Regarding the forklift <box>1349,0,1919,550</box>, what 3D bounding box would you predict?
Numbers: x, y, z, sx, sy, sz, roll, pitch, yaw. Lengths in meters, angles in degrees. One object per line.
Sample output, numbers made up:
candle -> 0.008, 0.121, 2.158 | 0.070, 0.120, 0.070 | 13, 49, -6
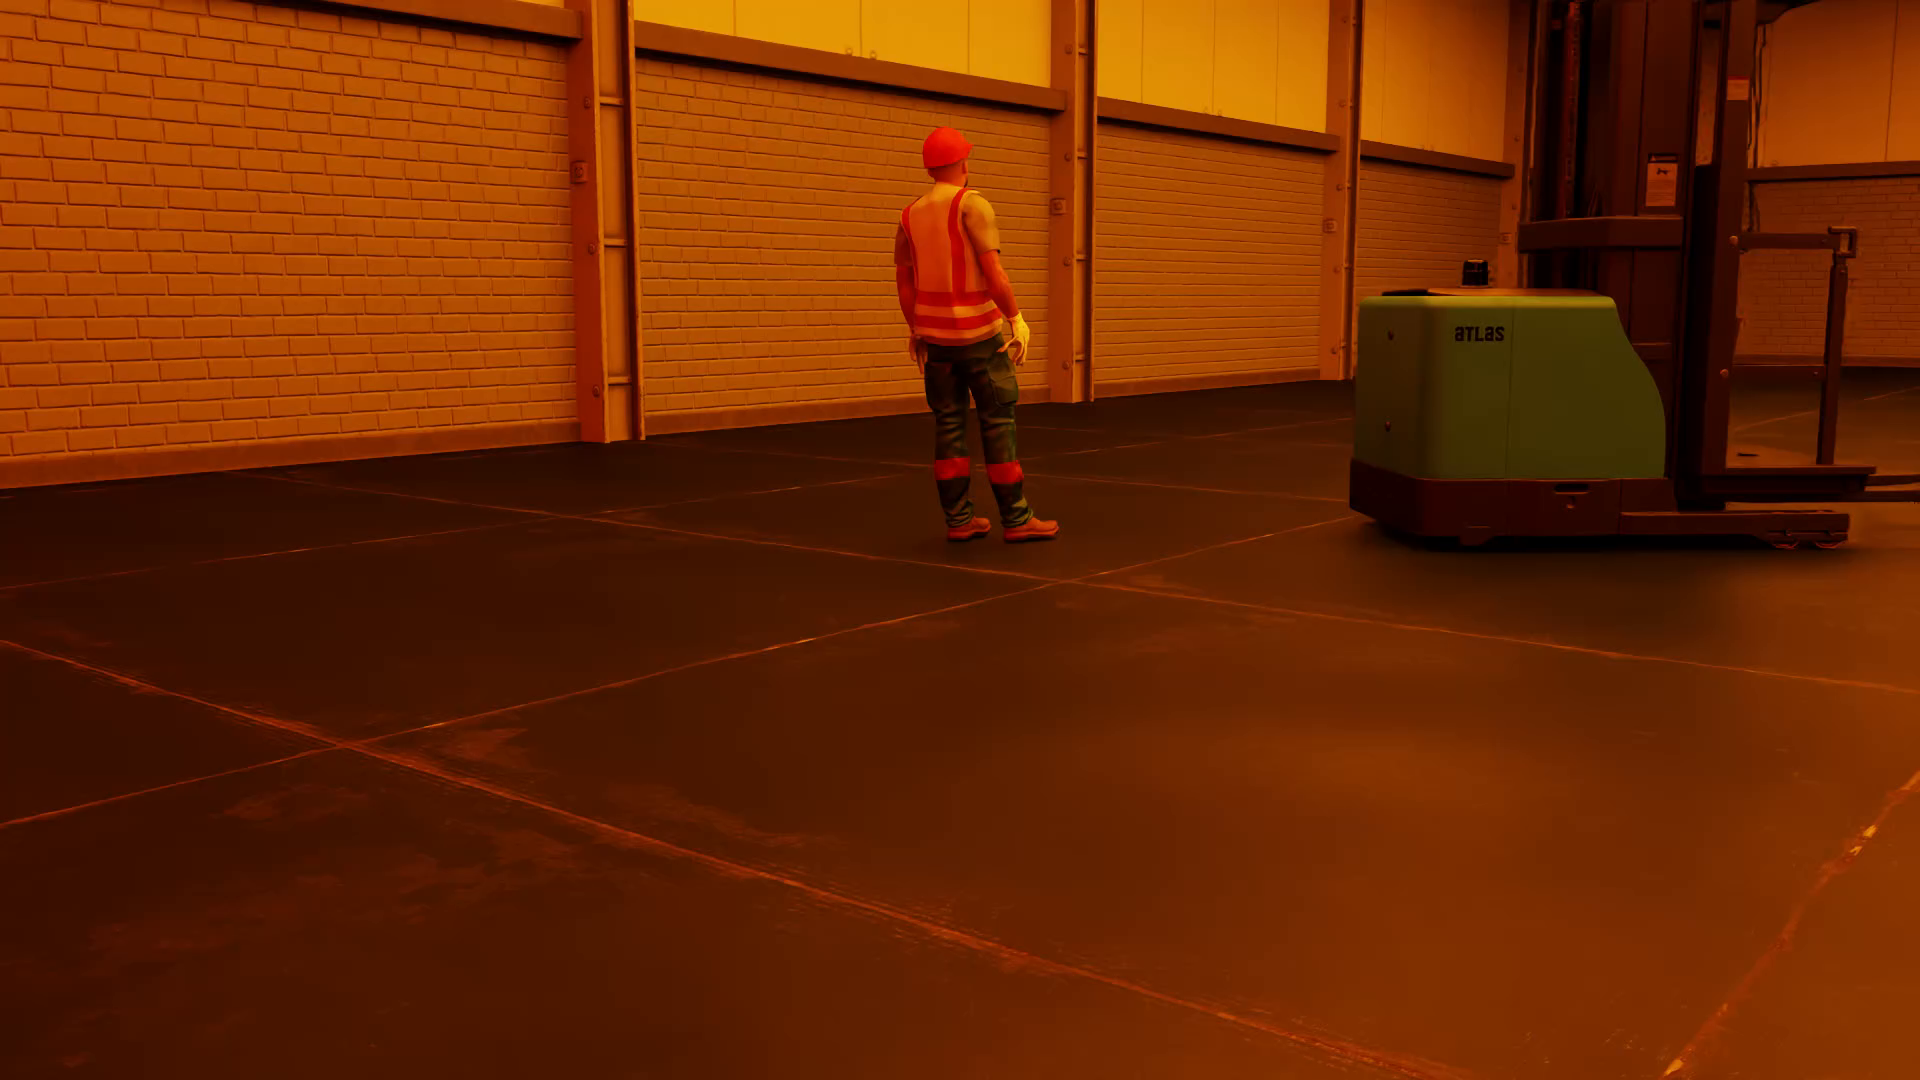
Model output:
forklift -> 3.401, -1.484, 7.427 | 3.031, 2.935, 1.130 | -1, 8, -4

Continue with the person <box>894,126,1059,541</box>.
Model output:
person -> 0.059, -0.900, 7.329 | 0.638, 1.787, 0.564 | 7, 11, 38
